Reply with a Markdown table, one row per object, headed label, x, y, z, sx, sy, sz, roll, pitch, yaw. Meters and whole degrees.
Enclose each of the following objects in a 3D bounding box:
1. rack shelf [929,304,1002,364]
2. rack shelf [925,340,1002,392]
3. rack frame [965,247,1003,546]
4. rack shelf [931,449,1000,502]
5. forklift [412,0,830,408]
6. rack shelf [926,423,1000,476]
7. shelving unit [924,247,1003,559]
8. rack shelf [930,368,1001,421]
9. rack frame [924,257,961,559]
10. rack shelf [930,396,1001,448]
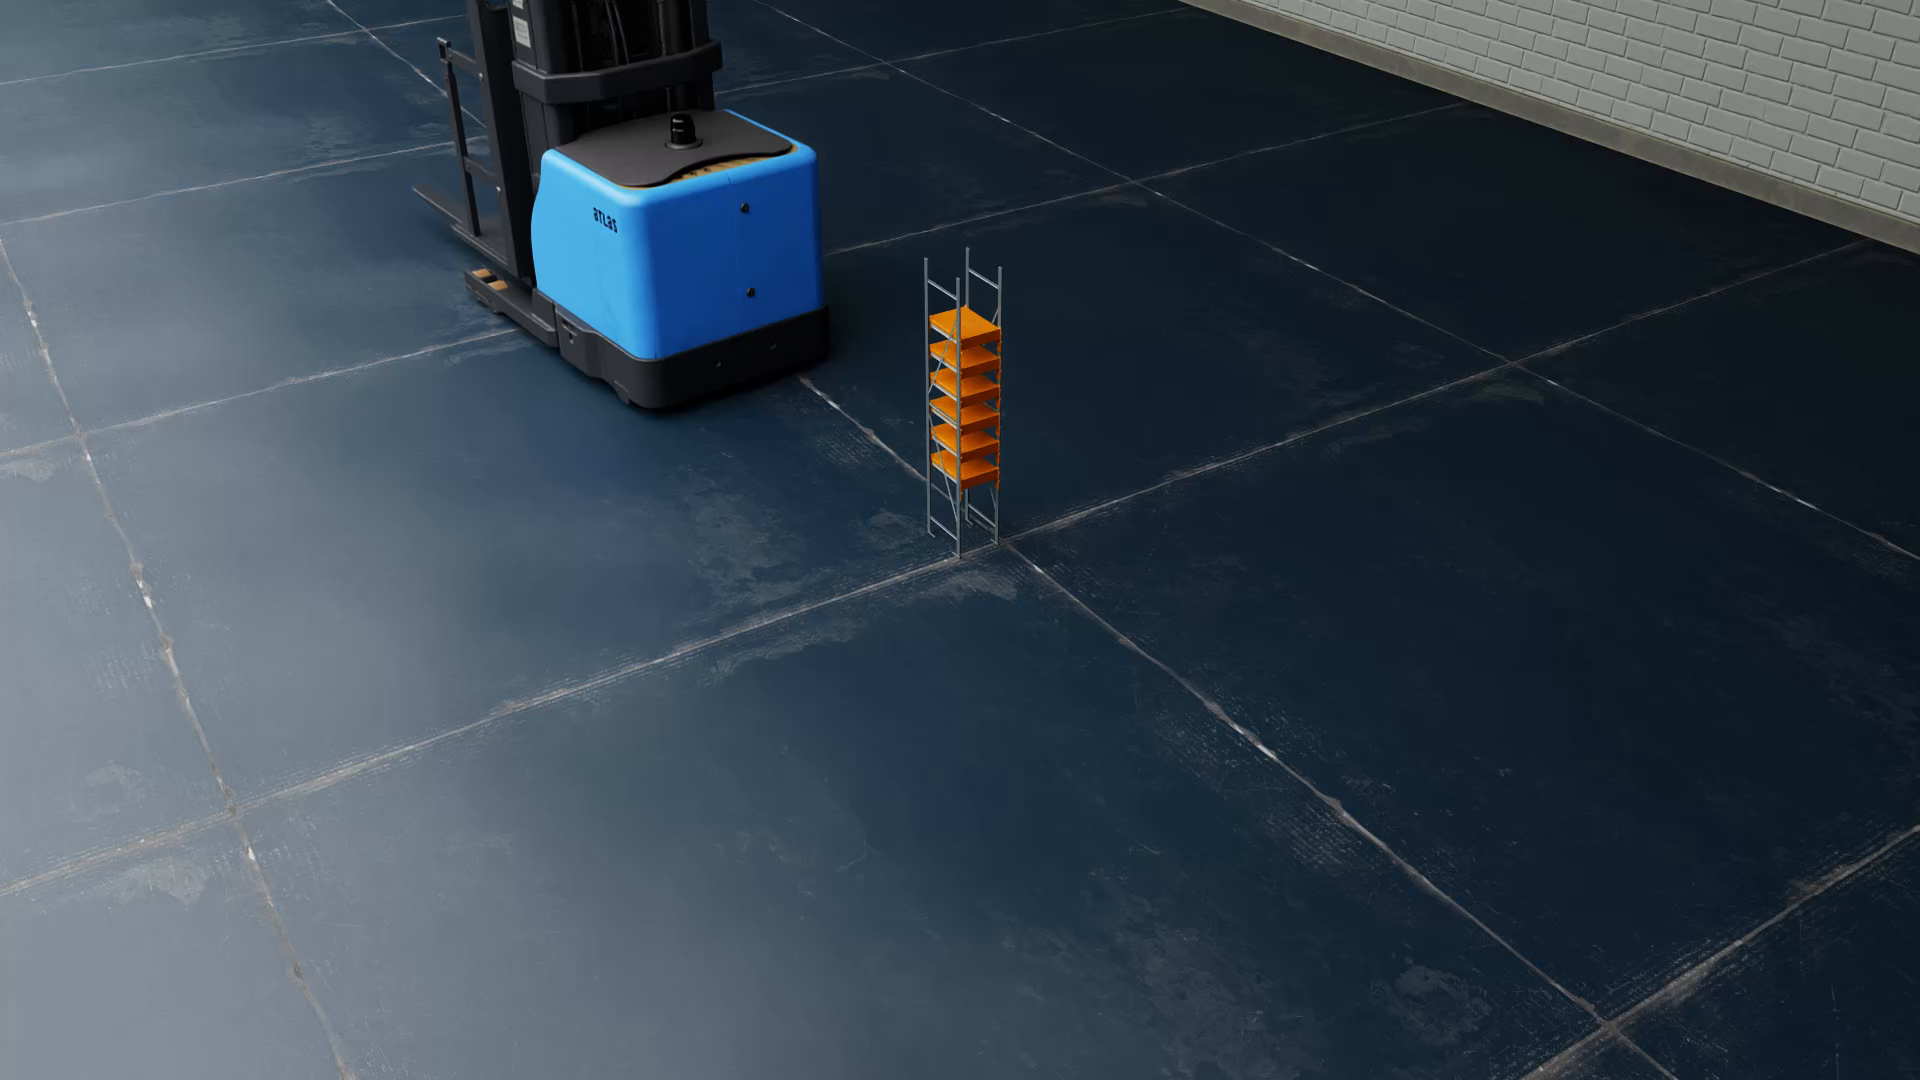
| label | x | y | z | sx | sy | sz | roll | pitch | yaw |
| --- | --- | --- | --- | --- | --- | --- | --- | --- | --- |
| rack shelf | 0.012 | -0.779 | 6.268 | 0.180 | 0.103 | 0.258 | -19 | 37 | -27 |
| rack shelf | 0.012 | -0.677 | 6.332 | 0.180 | 0.103 | 0.258 | -19 | 37 | -27 |
| rack frame | 0.089 | -0.538 | 6.478 | 0.006 | 1.200 | 0.240 | -19 | 37 | -27 |
| rack shelf | 0.012 | -0.271 | 6.588 | 0.180 | 0.103 | 0.258 | -19 | 37 | -27 |
| forklift | -1.943 | -2.561 | 8.062 | 1.130 | 2.935 | 3.031 | -23 | 39 | -32 |
| rack shelf | 0.012 | -0.373 | 6.524 | 0.180 | 0.103 | 0.258 | -19 | 37 | -27 |
| shelving unit | 0.012 | -0.512 | 6.437 | 0.189 | 1.200 | 0.258 | -19 | 37 | -27 |
| rack shelf | 0.012 | -0.576 | 6.396 | 0.180 | 0.103 | 0.258 | -19 | 37 | -27 |
| rack frame | -0.065 | -0.485 | 6.395 | 0.006 | 1.200 | 0.240 | -19 | 37 | -27 |
| rack shelf | 0.012 | -0.474 | 6.460 | 0.180 | 0.103 | 0.258 | -19 | 37 | -27 |
